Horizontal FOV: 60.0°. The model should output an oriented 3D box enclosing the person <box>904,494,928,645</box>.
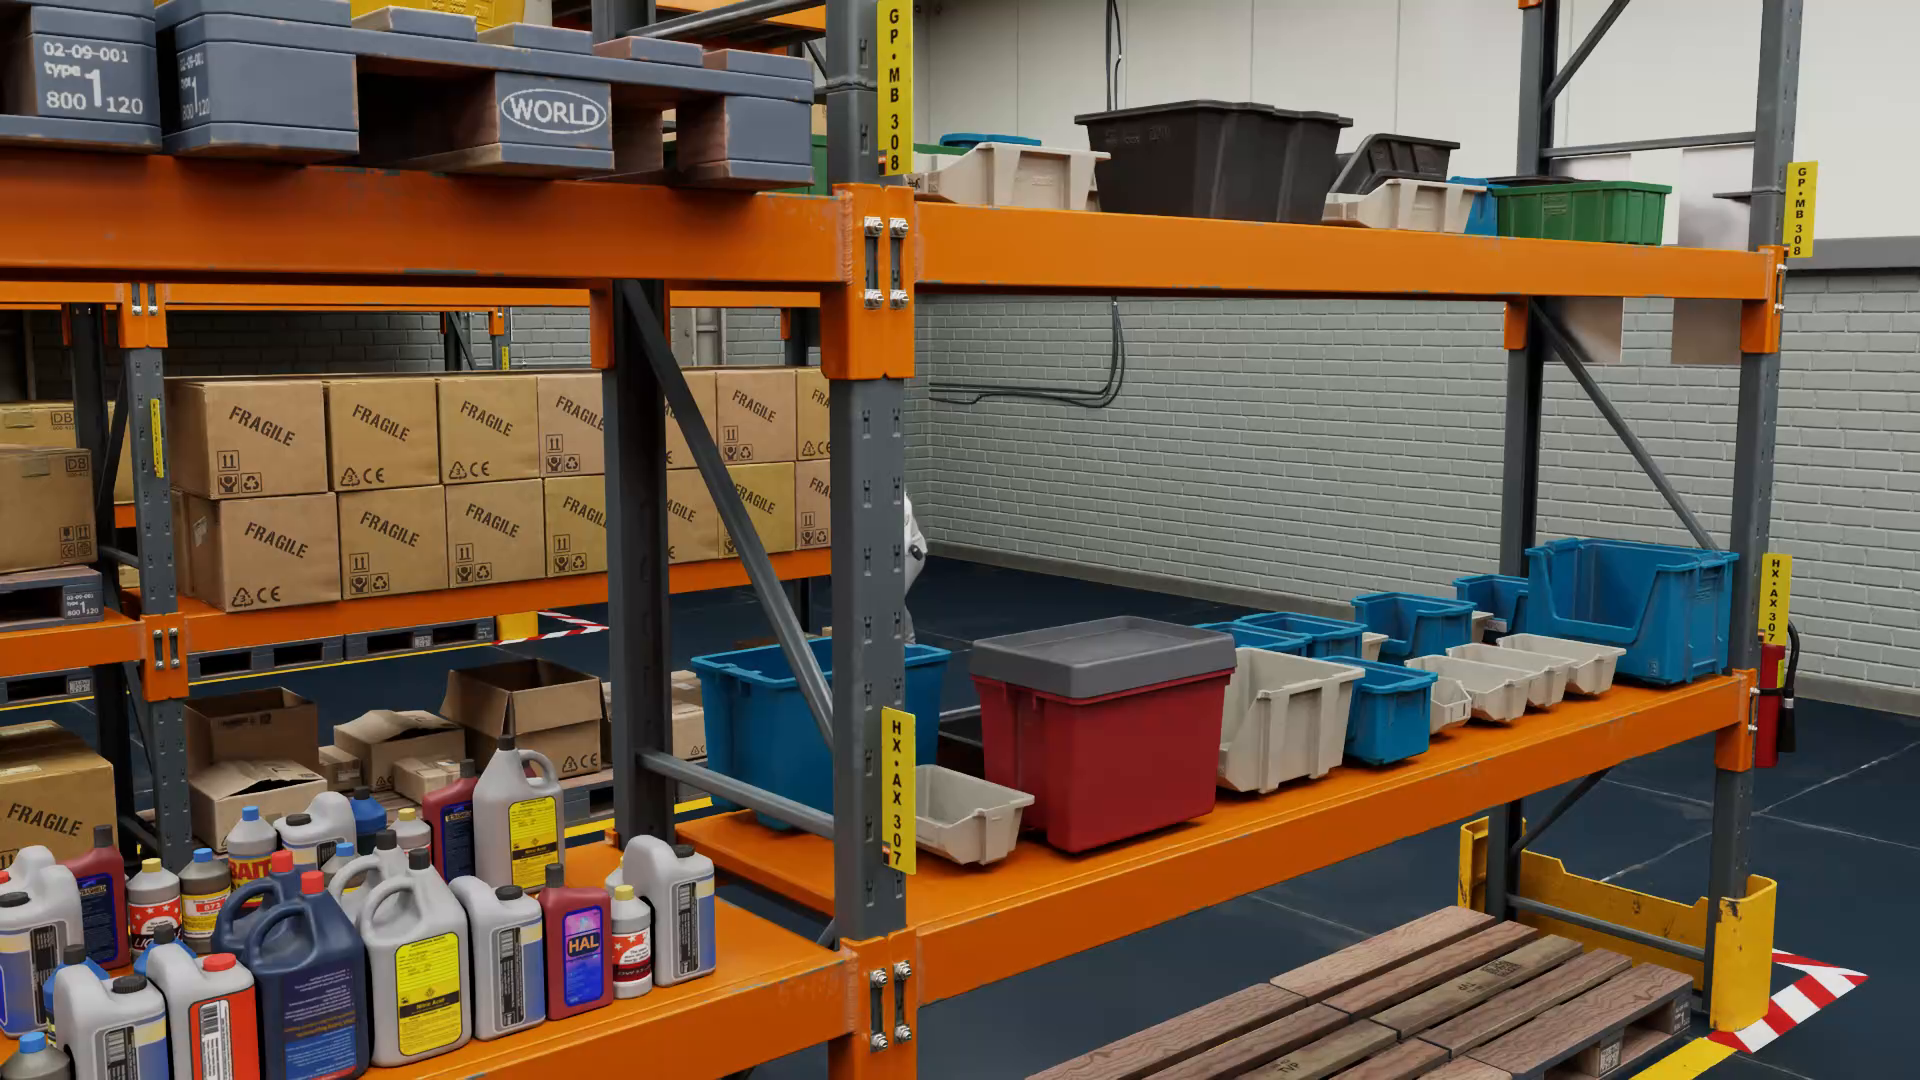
[{"bbox_3d":[-0.536,0.160,12.828,0.634,1.479,0.531,-6,10,-40],"label":"person"}]
